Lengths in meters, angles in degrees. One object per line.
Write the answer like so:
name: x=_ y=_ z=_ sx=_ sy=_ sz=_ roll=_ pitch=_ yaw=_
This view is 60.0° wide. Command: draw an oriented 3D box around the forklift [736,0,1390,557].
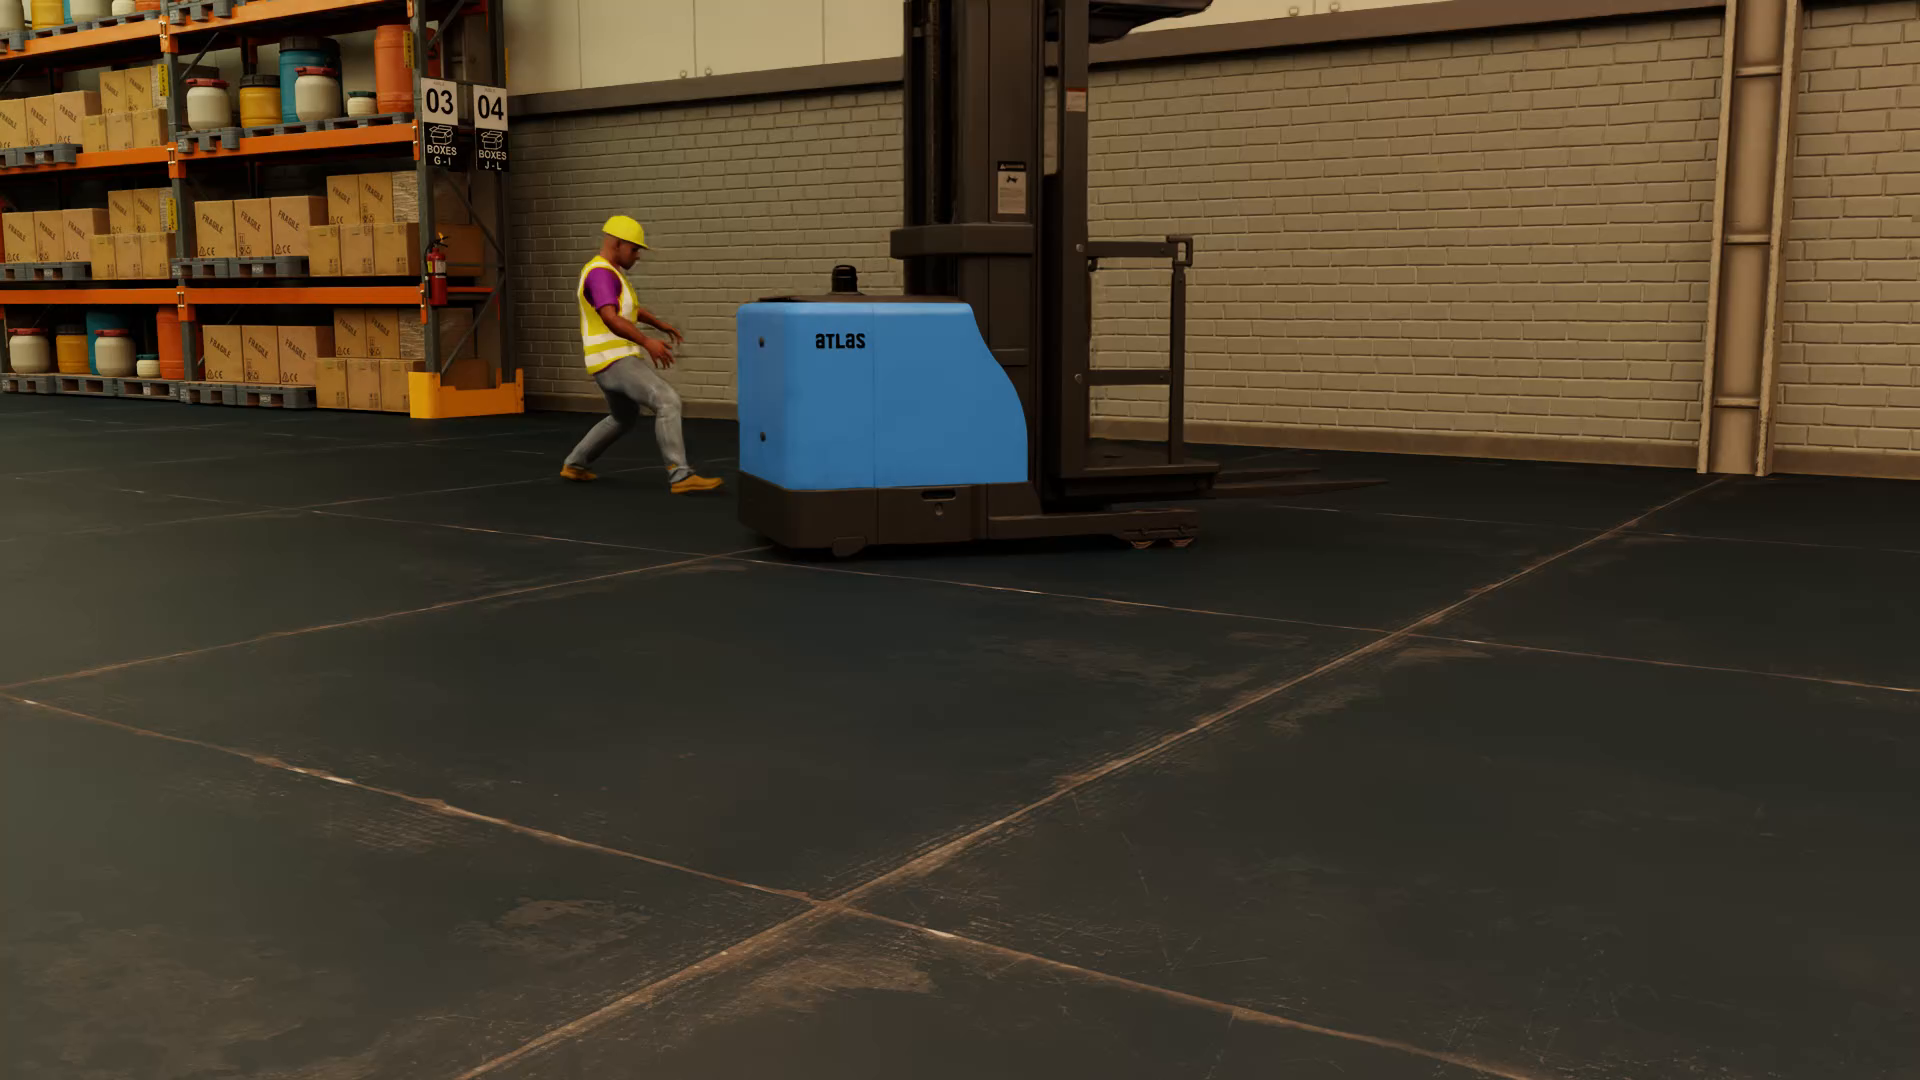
forklift: x=0.539 y=-1.484 z=7.625 sx=3.031 sy=2.935 sz=1.130 roll=-3 pitch=9 yaw=-20

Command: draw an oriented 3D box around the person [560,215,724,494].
person: x=-1.890 y=-1.081 z=9.721 sx=0.980 sy=1.600 sz=1.069 roll=-1 pitch=8 yaw=-8
